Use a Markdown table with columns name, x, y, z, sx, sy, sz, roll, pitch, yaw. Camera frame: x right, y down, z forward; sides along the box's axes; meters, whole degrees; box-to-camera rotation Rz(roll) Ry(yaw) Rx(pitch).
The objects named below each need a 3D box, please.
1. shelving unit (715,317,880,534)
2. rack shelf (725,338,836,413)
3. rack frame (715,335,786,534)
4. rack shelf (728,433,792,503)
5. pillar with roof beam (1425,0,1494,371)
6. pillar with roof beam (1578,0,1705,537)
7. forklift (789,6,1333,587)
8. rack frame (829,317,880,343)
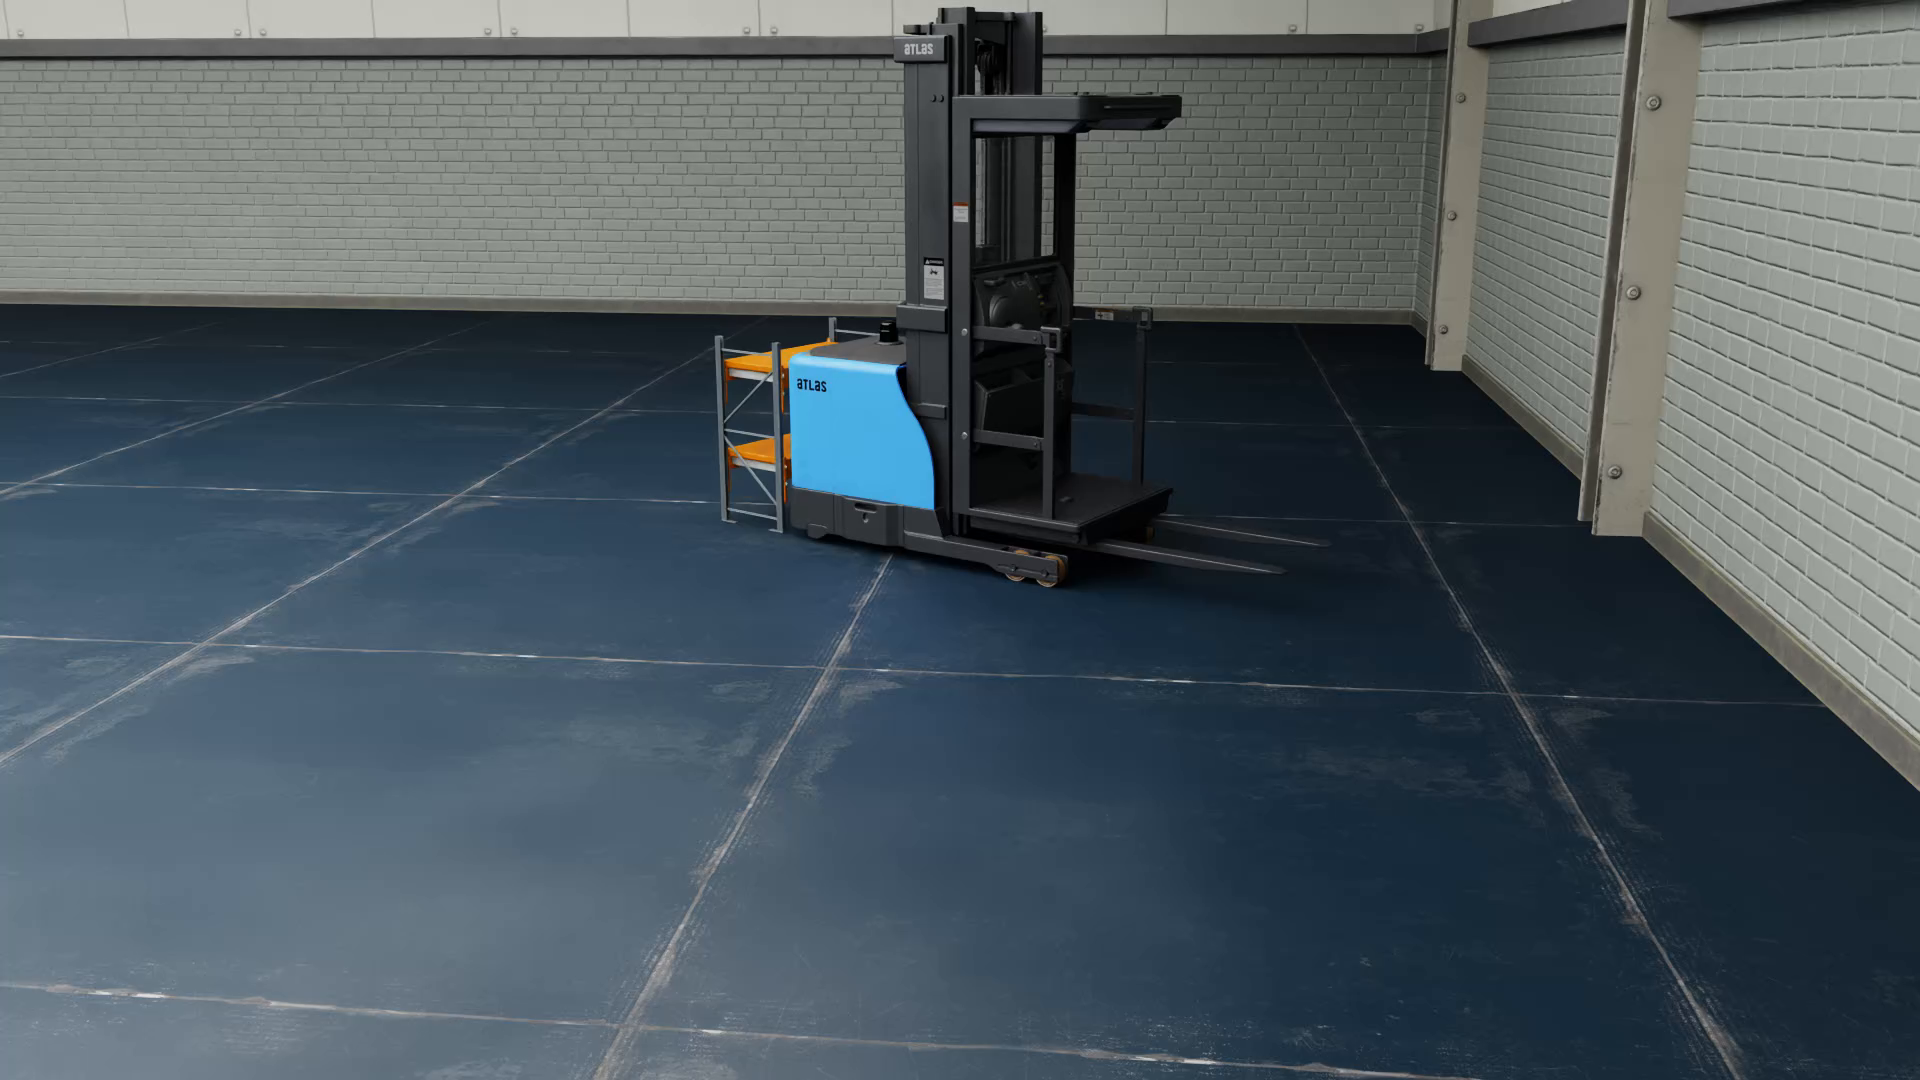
| name | x | y | z | sx | sy | sz | roll | pitch | yaw |
| --- | --- | --- | --- | --- | --- | --- | --- | --- | --- |
| shelving unit | -0.932 | -0.730 | 10.205 | 0.538 | 1.125 | 1.048 | 11 | 19 | 35 |
| rack shelf | -0.932 | -1.012 | 10.129 | 0.538 | 0.278 | 1.000 | 11 | 19 | 35 |
| rack frame | -1.237 | -0.623 | 9.813 | 0.500 | 1.125 | 0.032 | 11 | 19 | 35 |
| rack shelf | -0.932 | -0.494 | 10.269 | 0.538 | 0.278 | 1.000 | 11 | 19 | 35 |
| pillar with roof beam | 0.298 | -6.103 | 14.991 | 9.100 | 9.000 | 0.400 | 2 | 15 | 6 |
| pillar with roof beam | -0.379 | -4.546 | 9.236 | 9.100 | 9.000 | 0.400 | 2 | 15 | 6 |
| forklift | 0.518 | -1.325 | 8.946 | 3.031 | 2.935 | 1.130 | 10 | 18 | 32 |
| rack frame | -0.626 | -0.836 | 10.598 | 0.500 | 1.125 | 0.032 | 11 | 19 | 35 |
